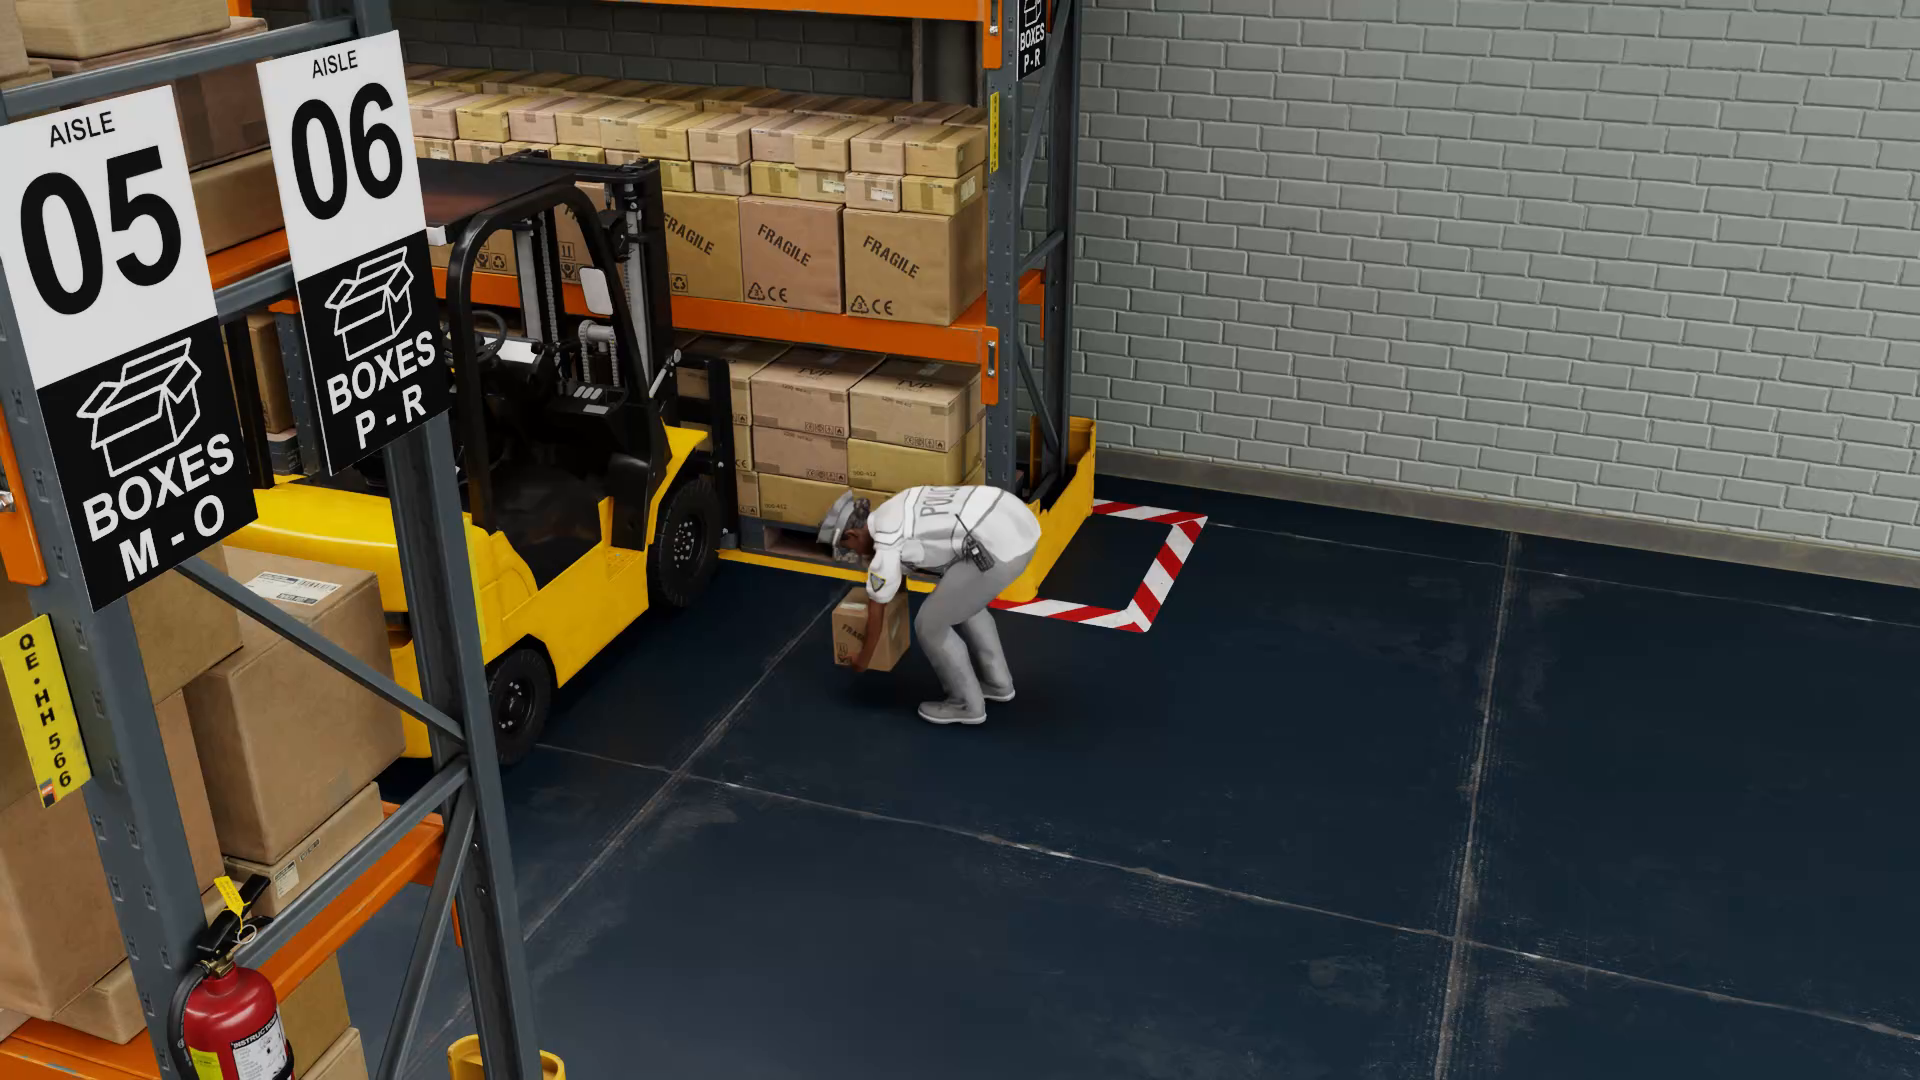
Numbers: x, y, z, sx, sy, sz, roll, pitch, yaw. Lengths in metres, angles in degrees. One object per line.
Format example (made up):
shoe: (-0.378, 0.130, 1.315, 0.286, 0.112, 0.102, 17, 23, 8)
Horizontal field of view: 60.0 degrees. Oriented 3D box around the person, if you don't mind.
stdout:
person: (-0.136, 0.239, 6.883, 0.931, 0.999, 0.433, 8, 27, 15)
